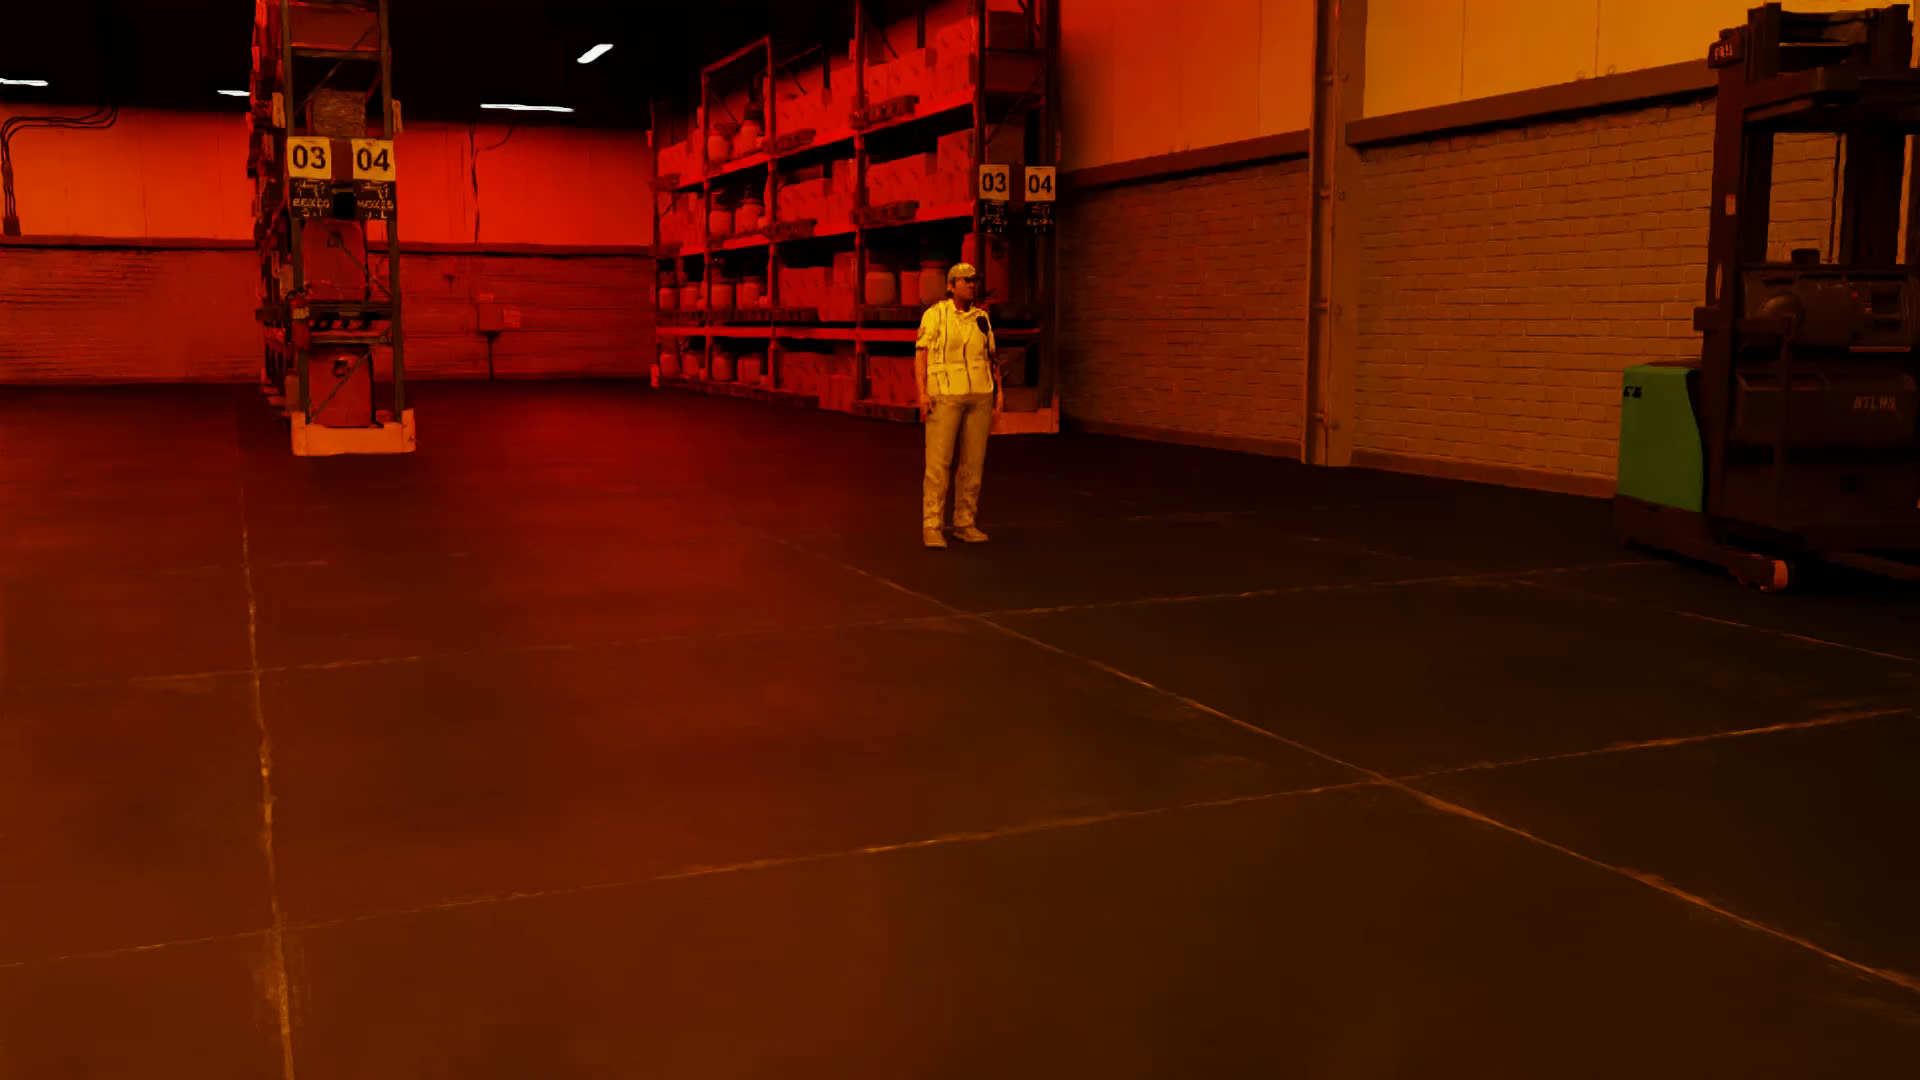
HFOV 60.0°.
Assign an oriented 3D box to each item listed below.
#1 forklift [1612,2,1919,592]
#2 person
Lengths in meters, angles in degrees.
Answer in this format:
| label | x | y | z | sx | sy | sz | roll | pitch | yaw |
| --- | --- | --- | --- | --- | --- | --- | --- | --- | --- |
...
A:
| label | x | y | z | sx | sy | sz | roll | pitch | yaw |
| --- | --- | --- | --- | --- | --- | --- | --- | --- | --- |
| forklift | 4.492 | -1.238 | 8.333 | 1.130 | 2.935 | 3.031 | 0 | 8 | -4 |
| person | 0.010 | -0.823 | 9.964 | 0.598 | 1.669 | 0.526 | -3 | 8 | -23 |
